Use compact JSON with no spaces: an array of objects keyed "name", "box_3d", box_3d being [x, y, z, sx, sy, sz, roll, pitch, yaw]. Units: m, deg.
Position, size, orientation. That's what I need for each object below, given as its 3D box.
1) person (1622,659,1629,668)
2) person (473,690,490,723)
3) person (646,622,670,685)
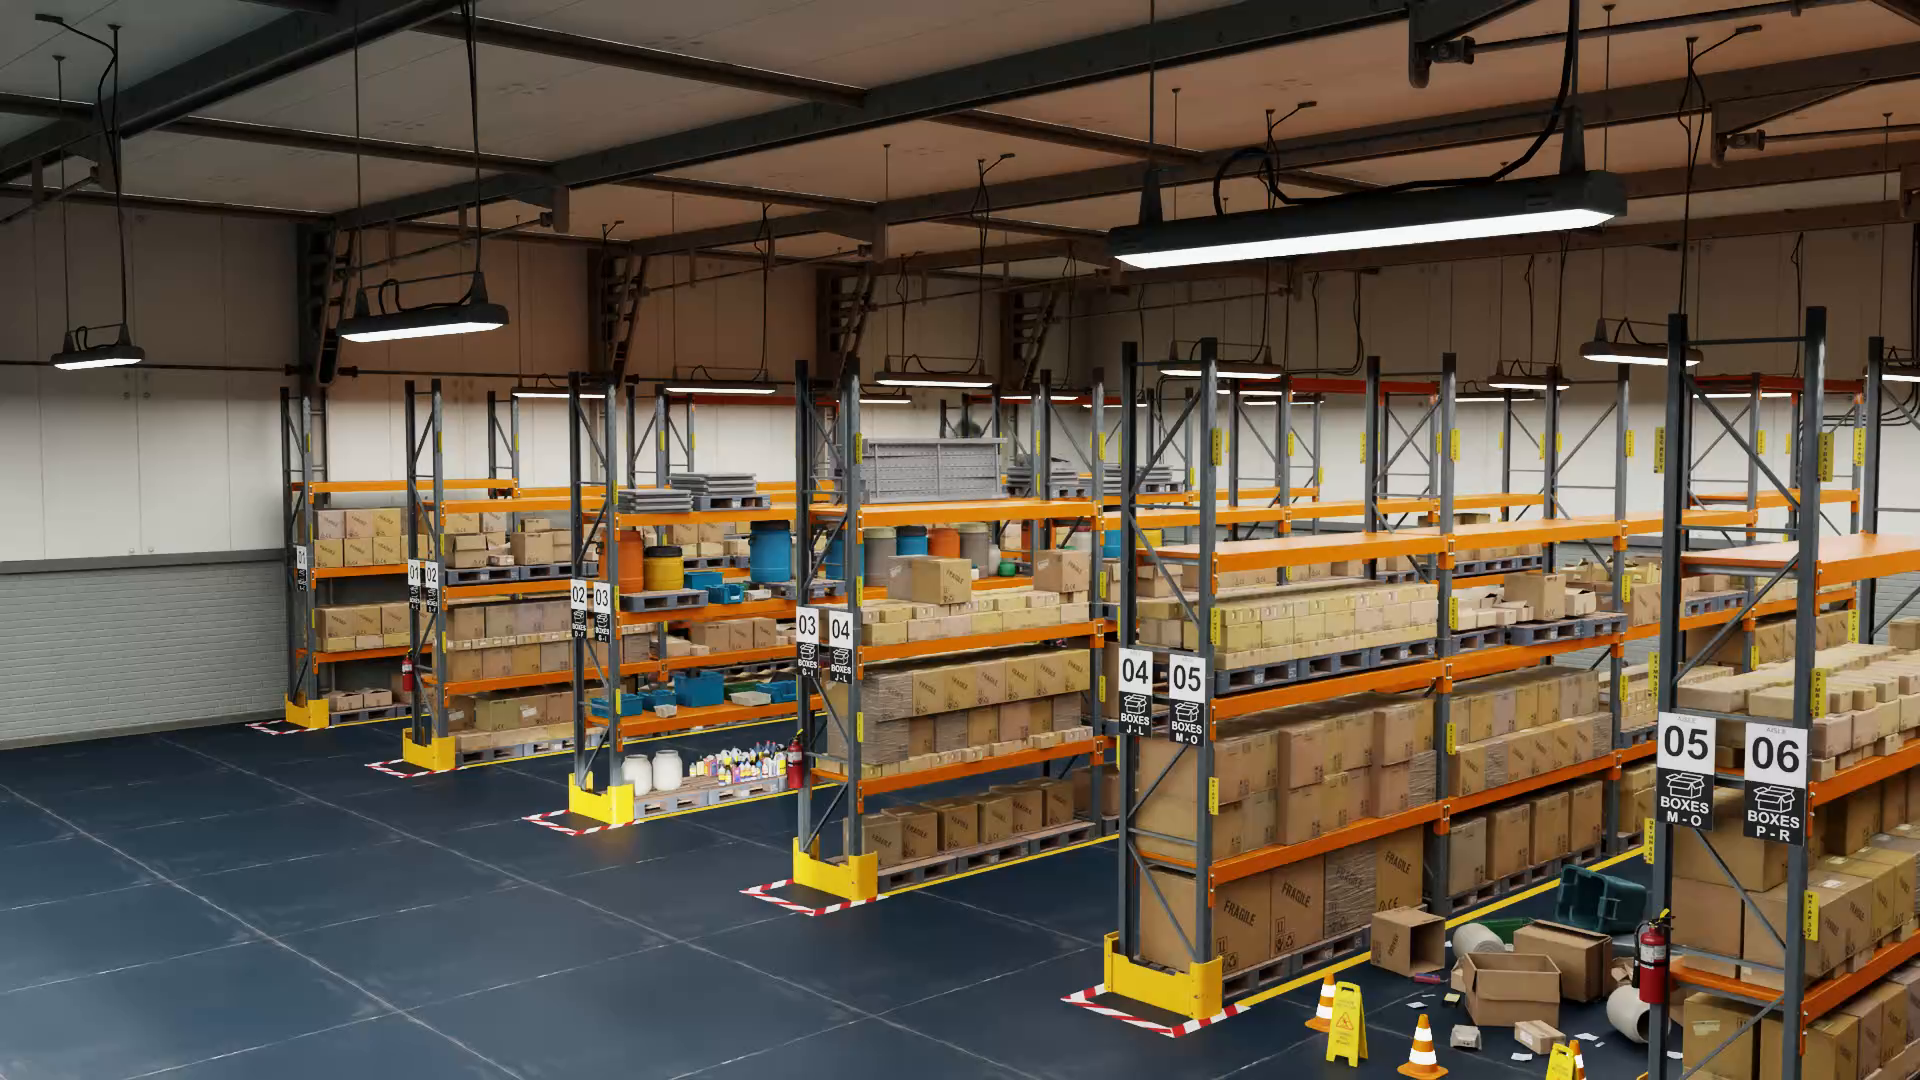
[{"name":"person","box_3d":[10.015,2.679,25.305,0.680,1.793,0.662,-2,4,-34]},{"name":"person","box_3d":[-8.103,2.543,28.475,0.584,1.602,0.720,3,4,34]},{"name":"person","box_3d":[-5.696,2.355,31.200,0.592,1.719,0.698,4,5,44]}]
